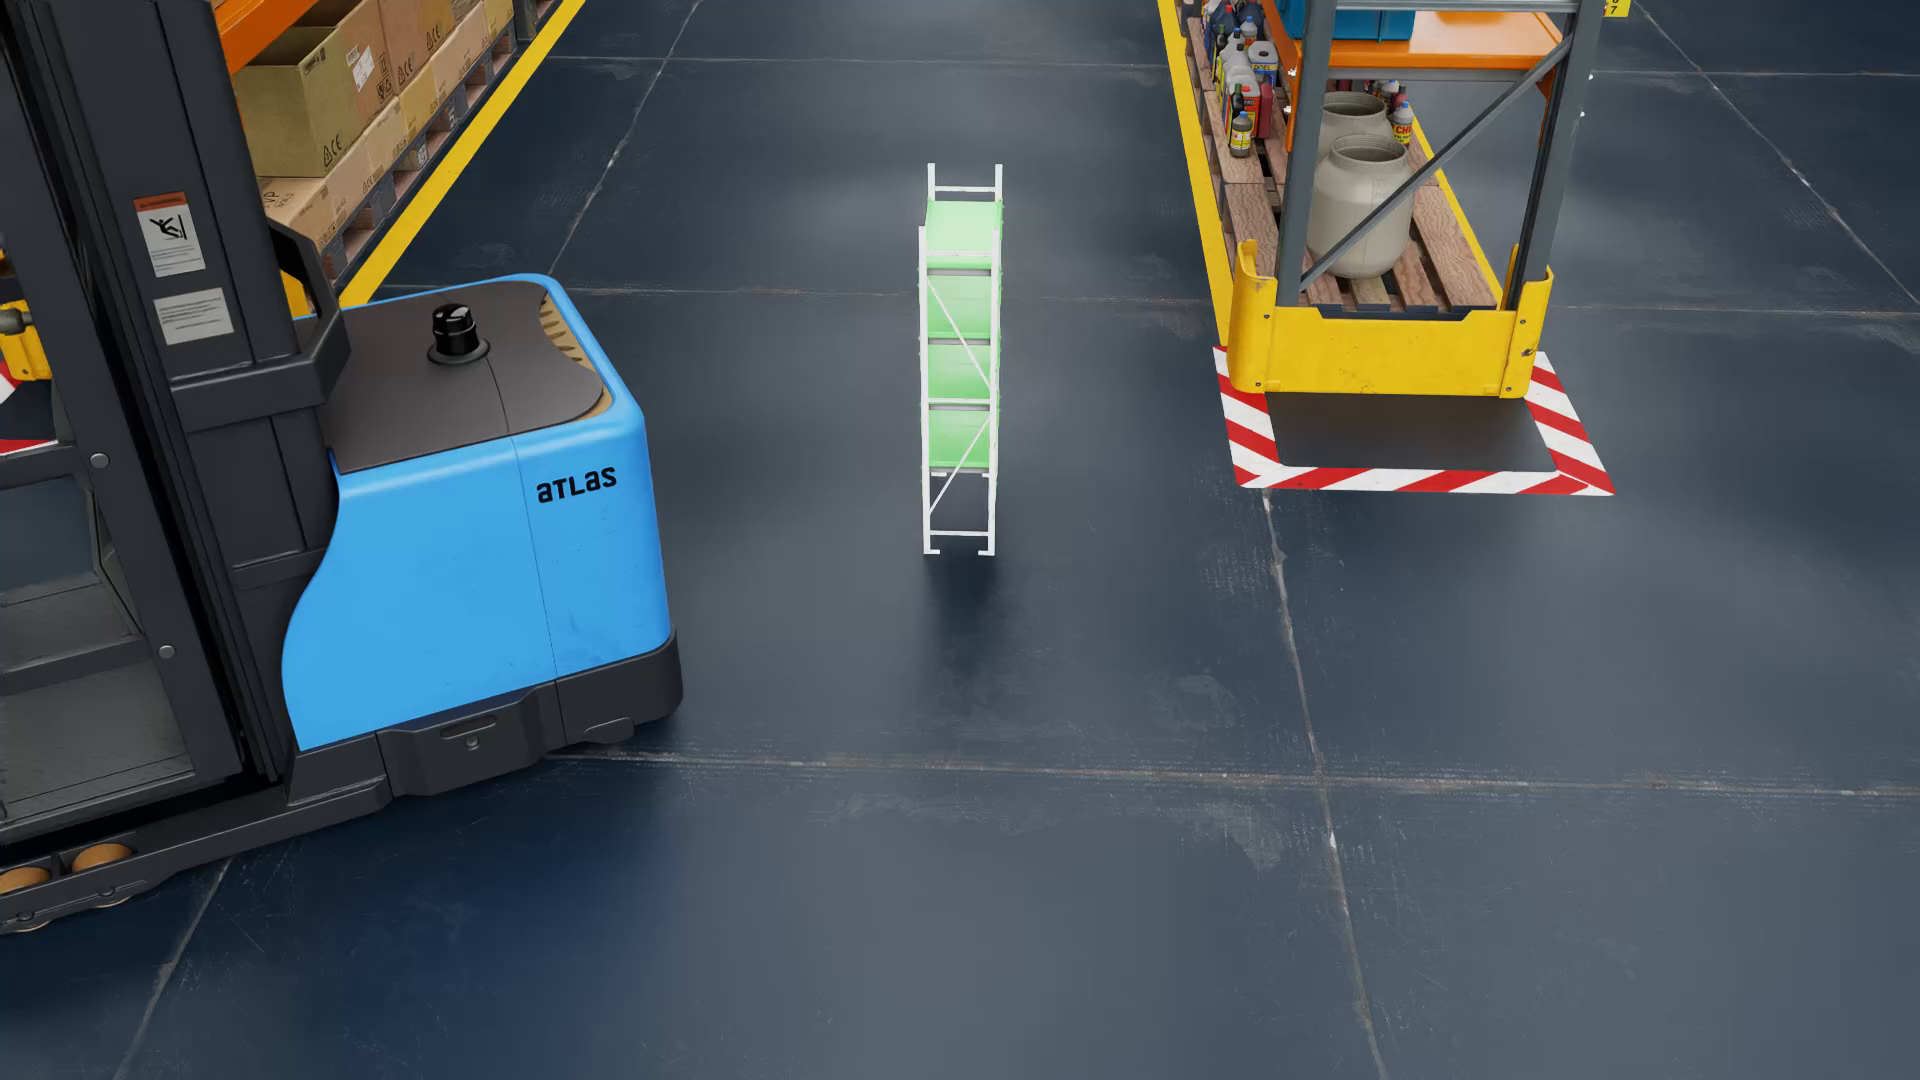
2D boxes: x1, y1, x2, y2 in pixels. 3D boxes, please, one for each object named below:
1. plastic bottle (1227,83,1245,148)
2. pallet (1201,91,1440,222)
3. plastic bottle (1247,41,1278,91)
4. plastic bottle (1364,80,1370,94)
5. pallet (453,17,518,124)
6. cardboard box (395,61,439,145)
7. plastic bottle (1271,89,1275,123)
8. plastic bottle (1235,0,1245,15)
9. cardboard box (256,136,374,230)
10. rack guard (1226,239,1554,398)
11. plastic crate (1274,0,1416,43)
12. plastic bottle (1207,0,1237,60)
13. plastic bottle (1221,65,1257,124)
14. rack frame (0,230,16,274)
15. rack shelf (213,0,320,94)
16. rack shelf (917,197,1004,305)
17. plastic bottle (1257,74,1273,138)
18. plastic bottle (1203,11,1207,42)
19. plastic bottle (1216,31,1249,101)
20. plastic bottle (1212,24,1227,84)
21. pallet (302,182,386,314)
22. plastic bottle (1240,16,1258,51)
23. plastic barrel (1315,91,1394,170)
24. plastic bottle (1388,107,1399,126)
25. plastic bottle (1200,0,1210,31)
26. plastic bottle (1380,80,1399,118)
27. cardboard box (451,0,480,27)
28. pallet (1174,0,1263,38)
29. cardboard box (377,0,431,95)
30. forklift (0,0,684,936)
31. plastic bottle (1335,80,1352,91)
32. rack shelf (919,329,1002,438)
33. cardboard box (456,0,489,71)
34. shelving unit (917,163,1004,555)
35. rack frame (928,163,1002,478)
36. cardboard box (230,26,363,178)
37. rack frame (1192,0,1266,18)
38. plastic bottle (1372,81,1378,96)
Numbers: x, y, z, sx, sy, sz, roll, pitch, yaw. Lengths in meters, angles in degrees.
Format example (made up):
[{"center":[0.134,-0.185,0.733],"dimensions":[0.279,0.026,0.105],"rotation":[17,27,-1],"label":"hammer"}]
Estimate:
[{"center":[1.336,-2.053,8.042],"dimensions":[0.061,0.283,0.133],"rotation":[2,35,3],"label":"plastic bottle"},{"center":[1.760,-1.921,8.300],"dimensions":[1.003,0.211,1.213],"rotation":[1,35,2],"label":"pallet"},{"center":[1.552,-2.420,8.570],"dimensions":[0.152,0.276,0.135],"rotation":[1,35,2],"label":"plastic bottle"},{"center":[2.128,-2.351,8.537],"dimensions":[0.097,0.201,0.097],"rotation":[0,35,0],"label":"plastic bottle"},{"center":[-3.148,-2.670,9.365],"dimensions":[1.003,0.211,1.213],"rotation":[1,35,2],"label":"pallet"},{"center":[-2.930,-2.180,8.269],"dimensions":[0.500,0.250,0.500],"rotation":[1,35,2],"label":"cardboard box"},{"center":[1.518,-2.184,8.300],"dimensions":[0.097,0.201,0.097],"rotation":[0,35,0],"label":"plastic bottle"},{"center":[1.545,-2.857,9.186],"dimensions":[0.061,0.283,0.133],"rotation":[1,35,2],"label":"plastic bottle"},{"center":[-2.975,-1.605,7.452],"dimensions":[0.500,0.250,0.500],"rotation":[1,35,2],"label":"cardboard box"},{"center":[1.670,-0.874,6.558],"dimensions":[1.175,0.500,0.348],"rotation":[1,35,2],"label":"rack guard"},{"center":[1.435,-2.085,6.238],"dimensions":[0.499,0.251,0.616],"rotation":[1,35,2],"label":"plastic crate"},{"center":[1.427,-2.792,9.035],"dimensions":[0.144,0.351,0.185],"rotation":[2,35,3],"label":"plastic bottle"},{"center":[1.393,-2.206,8.267],"dimensions":[0.152,0.276,0.135],"rotation":[0,35,1],"label":"plastic bottle"},{"center":[-3.235,-1.968,5.942],"dimensions":[1.000,3.000,0.127],"rotation":[1,35,2],"label":"rack frame"},{"center":[-3.155,-2.823,7.784],"dimensions":[1.077,0.370,4.000],"rotation":[1,35,2],"label":"rack shelf"},{"center":[0.007,-0.926,5.301],"dimensions":[0.258,0.148,0.480],"rotation":[1,35,2],"label":"rack shelf"},{"center":[1.494,-2.128,8.148],"dimensions":[0.061,0.283,0.133],"rotation":[1,35,2],"label":"plastic bottle"},{"center":[1.416,-2.895,9.312],"dimensions":[0.097,0.201,0.097],"rotation":[0,35,0],"label":"plastic bottle"},{"center":[1.403,-2.439,8.533],"dimensions":[0.144,0.351,0.185],"rotation":[1,35,2],"label":"plastic bottle"},{"center":[1.372,-2.562,8.766],"dimensions":[0.061,0.283,0.133],"rotation":[3,35,4],"label":"plastic bottle"},{"center":[-3.246,-1.268,7.370],"dimensions":[1.003,0.211,1.213],"rotation":[1,35,2],"label":"pallet"},{"center":[1.542,-2.673,8.935],"dimensions":[0.097,0.271,0.097],"rotation":[0,35,0],"label":"plastic bottle"},{"center":[1.684,-1.673,7.321],"dimensions":[0.421,0.512,0.421],"rotation":[0,35,0],"label":"plastic barrel"},{"center":[2.102,-1.981,8.011],"dimensions":[0.097,0.201,0.097],"rotation":[0,35,0],"label":"plastic bottle"},{"center":[1.424,-3.041,9.458],"dimensions":[0.097,0.271,0.097],"rotation":[0,35,0],"label":"plastic bottle"},{"center":[2.112,-2.147,8.186],"dimensions":[0.097,0.271,0.097],"rotation":[0,35,0],"label":"plastic bottle"},{"center":[-2.907,-3.062,8.871],"dimensions":[0.500,0.500,0.500],"rotation":[1,35,2],"label":"cardboard box"},{"center":[1.867,-3.461,10.491],"dimensions":[1.003,0.211,1.213],"rotation":[1,35,2],"label":"pallet"},{"center":[-2.929,-2.487,8.053],"dimensions":[0.500,0.500,0.500],"rotation":[1,35,2],"label":"cardboard box"},{"center":[-2.380,-0.533,3.960],"dimensions":[3.031,2.935,1.130],"rotation":[-16,38,-21],"label":"forklift"},{"center":[1.999,-2.455,8.614],"dimensions":[0.061,0.283,0.133],"rotation":[1,35,2],"label":"plastic bottle"},{"center":[0.007,-0.534,5.577],"dimensions":[0.258,0.148,0.480],"rotation":[1,35,2],"label":"rack shelf"},{"center":[-2.905,-2.755,9.087],"dimensions":[0.500,0.250,0.500],"rotation":[1,35,2],"label":"cardboard box"},{"center":[0.007,-0.586,5.540],"dimensions":[0.258,1.200,0.503],"rotation":[1,35,2],"label":"shelving unit"},{"center":[0.016,-0.726,5.740],"dimensions":[0.240,1.200,0.015],"rotation":[1,35,2],"label":"rack frame"},{"center":[-2.973,-1.912,7.236],"dimensions":[0.500,0.500,0.500],"rotation":[1,35,2],"label":"cardboard box"},{"center":[1.875,-4.150,9.046],"dimensions":[1.000,3.000,0.127],"rotation":[1,35,2],"label":"rack frame"},{"center":[2.120,-2.233,8.369],"dimensions":[0.097,0.201,0.097],"rotation":[0,35,0],"label":"plastic bottle"}]
